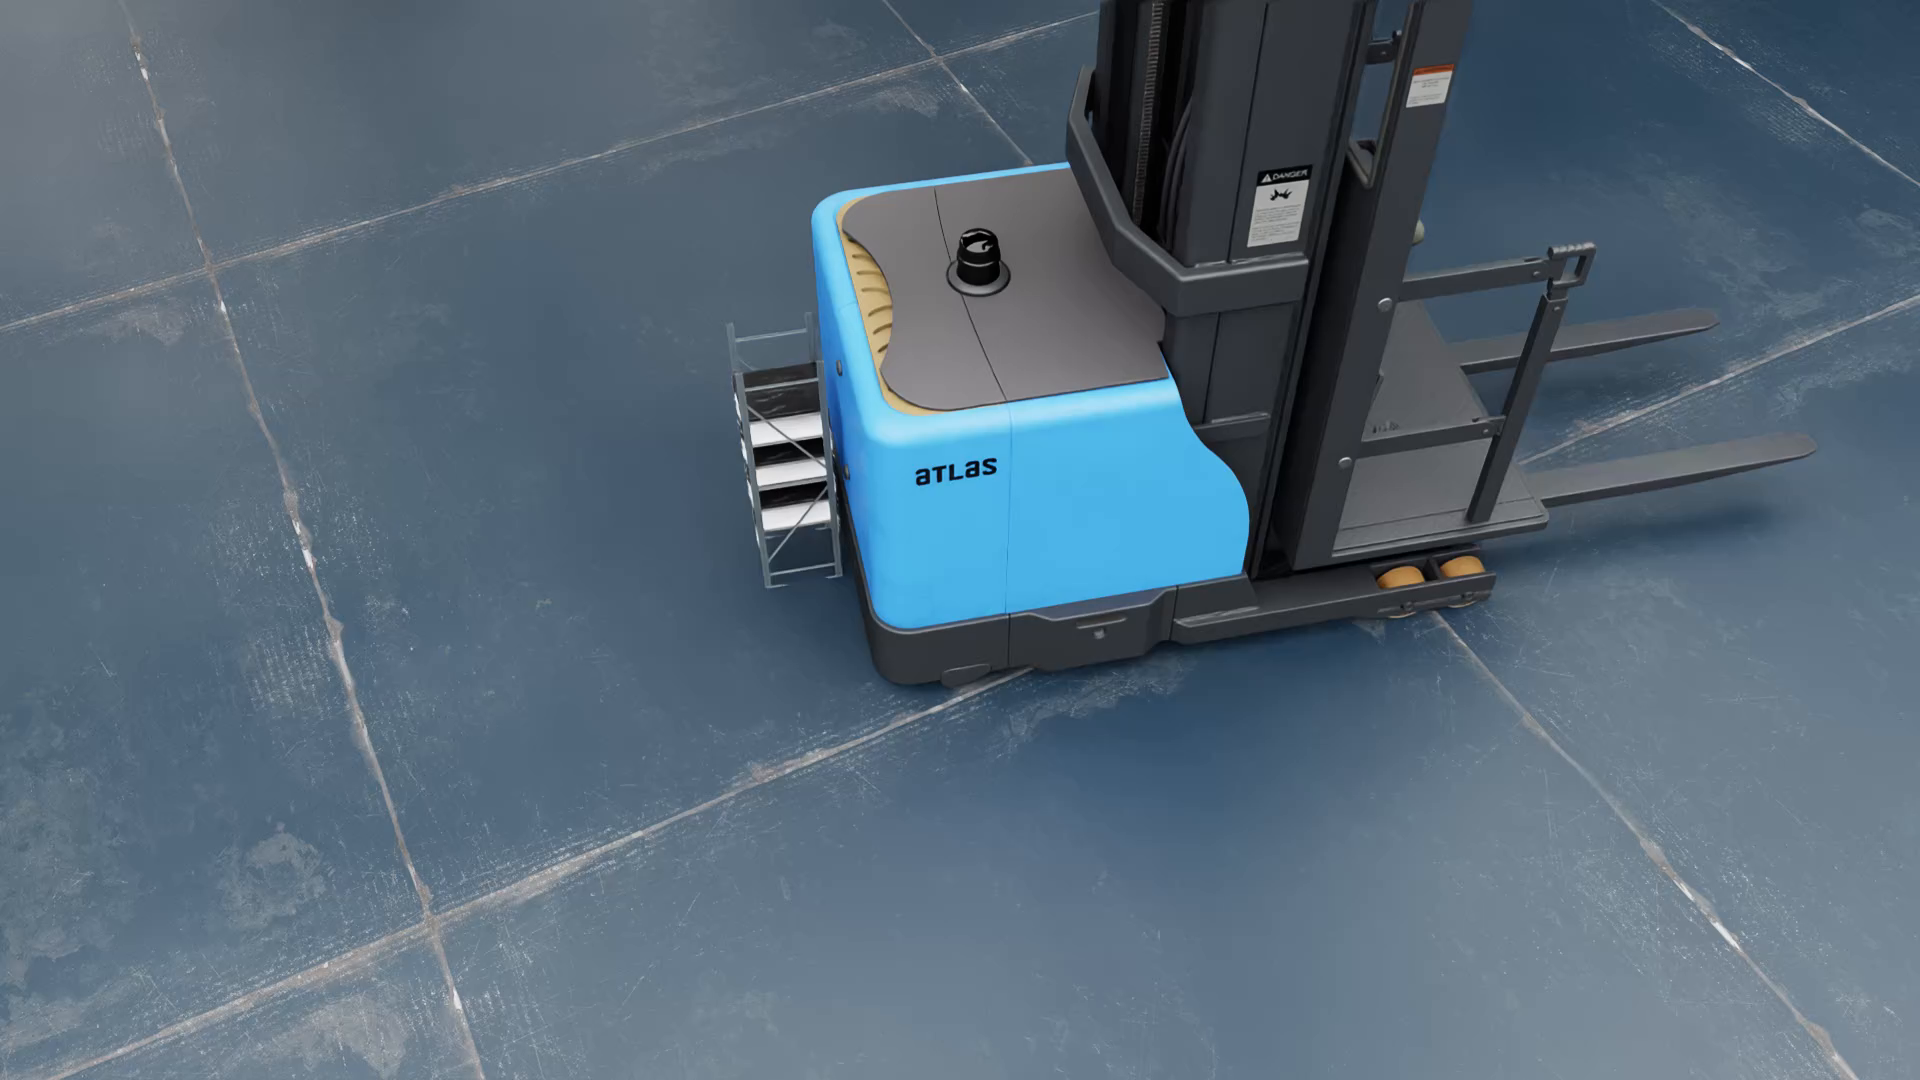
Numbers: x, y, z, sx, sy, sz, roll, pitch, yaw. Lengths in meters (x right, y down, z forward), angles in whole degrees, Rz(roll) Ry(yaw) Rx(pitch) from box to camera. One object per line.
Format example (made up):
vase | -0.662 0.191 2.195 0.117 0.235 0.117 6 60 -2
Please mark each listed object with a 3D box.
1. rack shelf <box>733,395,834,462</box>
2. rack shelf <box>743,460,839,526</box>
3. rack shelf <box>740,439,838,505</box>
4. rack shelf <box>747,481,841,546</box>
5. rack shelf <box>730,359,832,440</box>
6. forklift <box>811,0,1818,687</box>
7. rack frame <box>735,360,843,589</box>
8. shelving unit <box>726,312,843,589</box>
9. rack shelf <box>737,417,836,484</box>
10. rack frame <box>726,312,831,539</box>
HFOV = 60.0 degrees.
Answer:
rack shelf | -0.505 -0.337 4.752 0.258 0.077 0.200 -9 49 -8
rack shelf | -0.504 -0.160 4.955 0.258 0.077 0.200 -9 49 -8
rack shelf | -0.504 -0.219 4.887 0.258 0.077 0.200 -9 49 -8
rack shelf | -0.503 -0.101 5.023 0.258 0.077 0.200 -9 49 -8
rack shelf | -0.505 -0.397 4.684 0.258 0.077 0.200 -9 49 -8
forklift | 1.140 -1.111 4.274 3.031 2.935 1.130 -9 49 -8
rack frame | -0.483 -0.166 4.797 0.240 0.900 0.006 -9 49 -8
shelving unit | -0.504 -0.241 4.862 0.258 0.900 0.210 -9 49 -8
rack shelf | -0.504 -0.278 4.820 0.258 0.077 0.200 -9 49 -8
rack frame | -0.525 -0.316 4.928 0.240 0.900 0.006 -9 49 -8
